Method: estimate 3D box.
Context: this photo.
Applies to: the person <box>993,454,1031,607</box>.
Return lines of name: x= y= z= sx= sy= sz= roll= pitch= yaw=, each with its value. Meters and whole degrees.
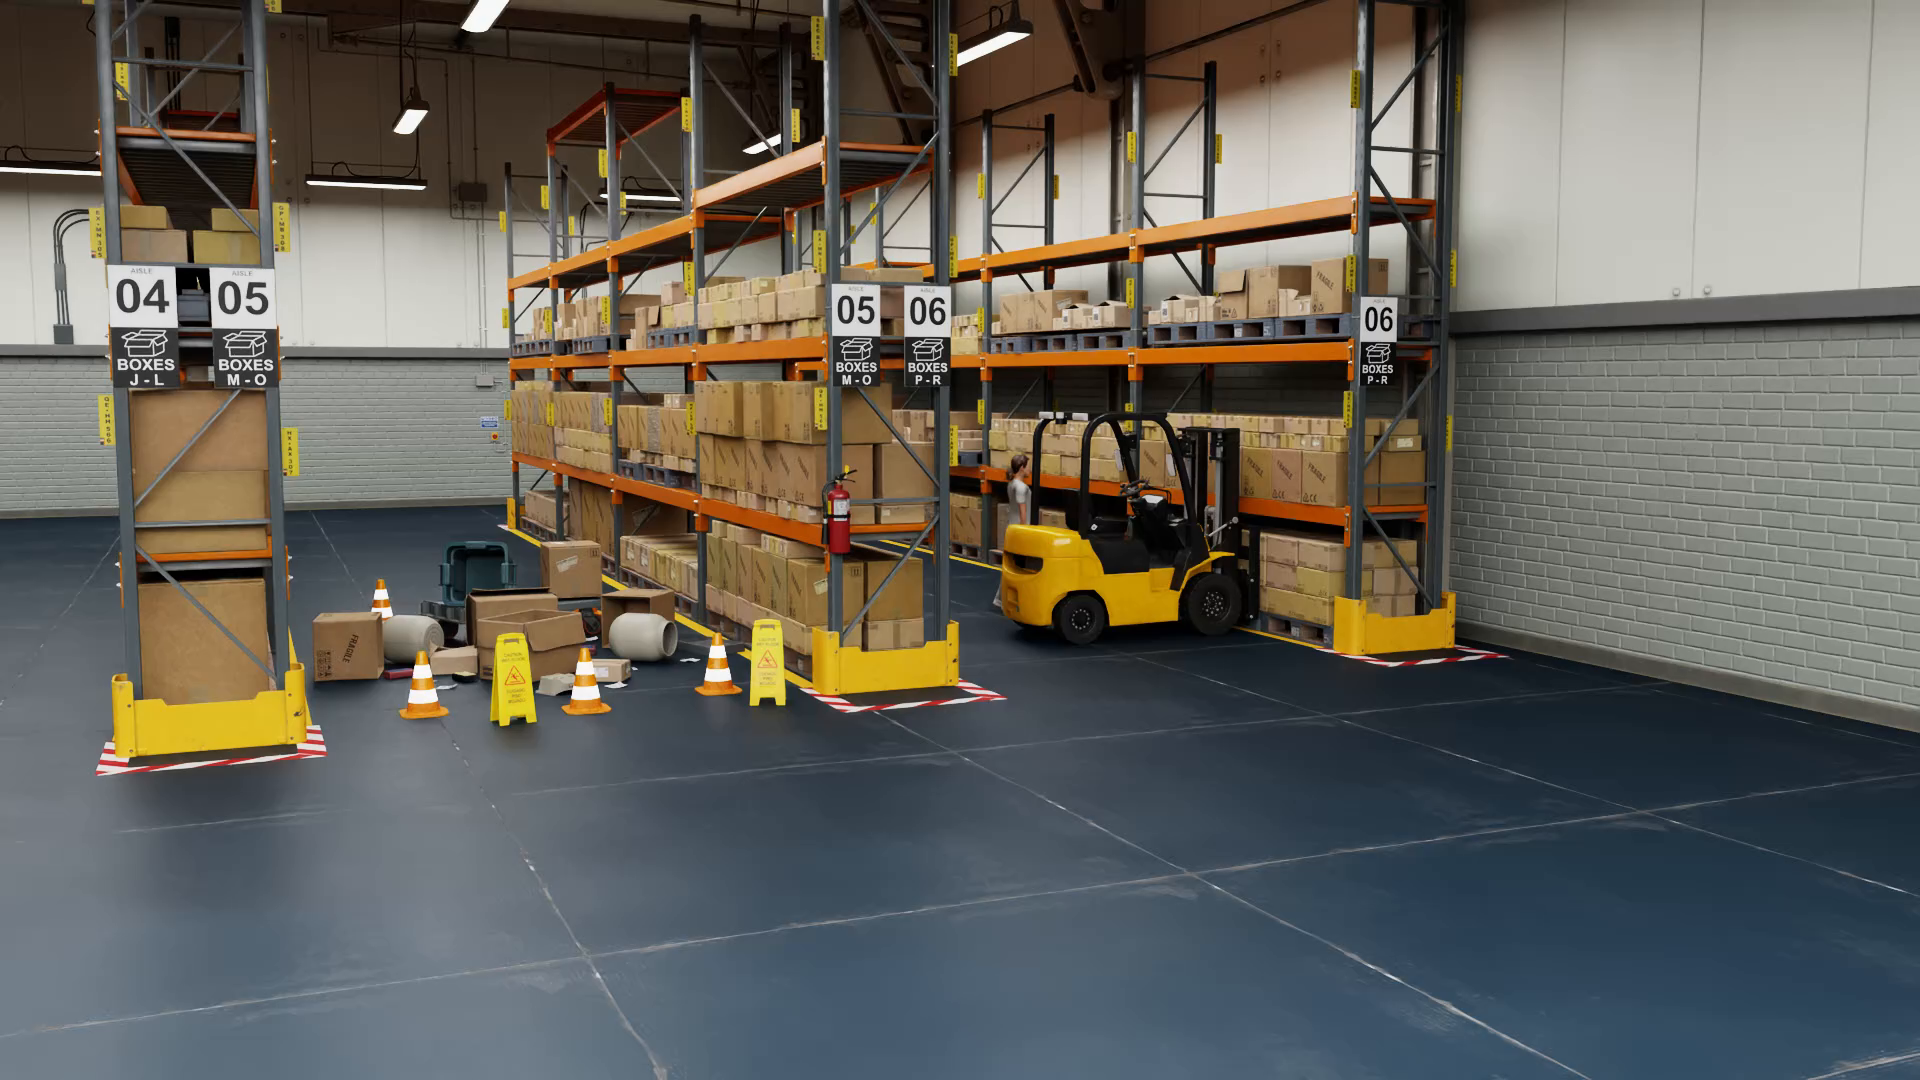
person: x=0.650 y=-0.063 z=17.568 sx=0.548 sy=1.680 sz=0.452 roll=-1 pitch=6 yaw=-10
